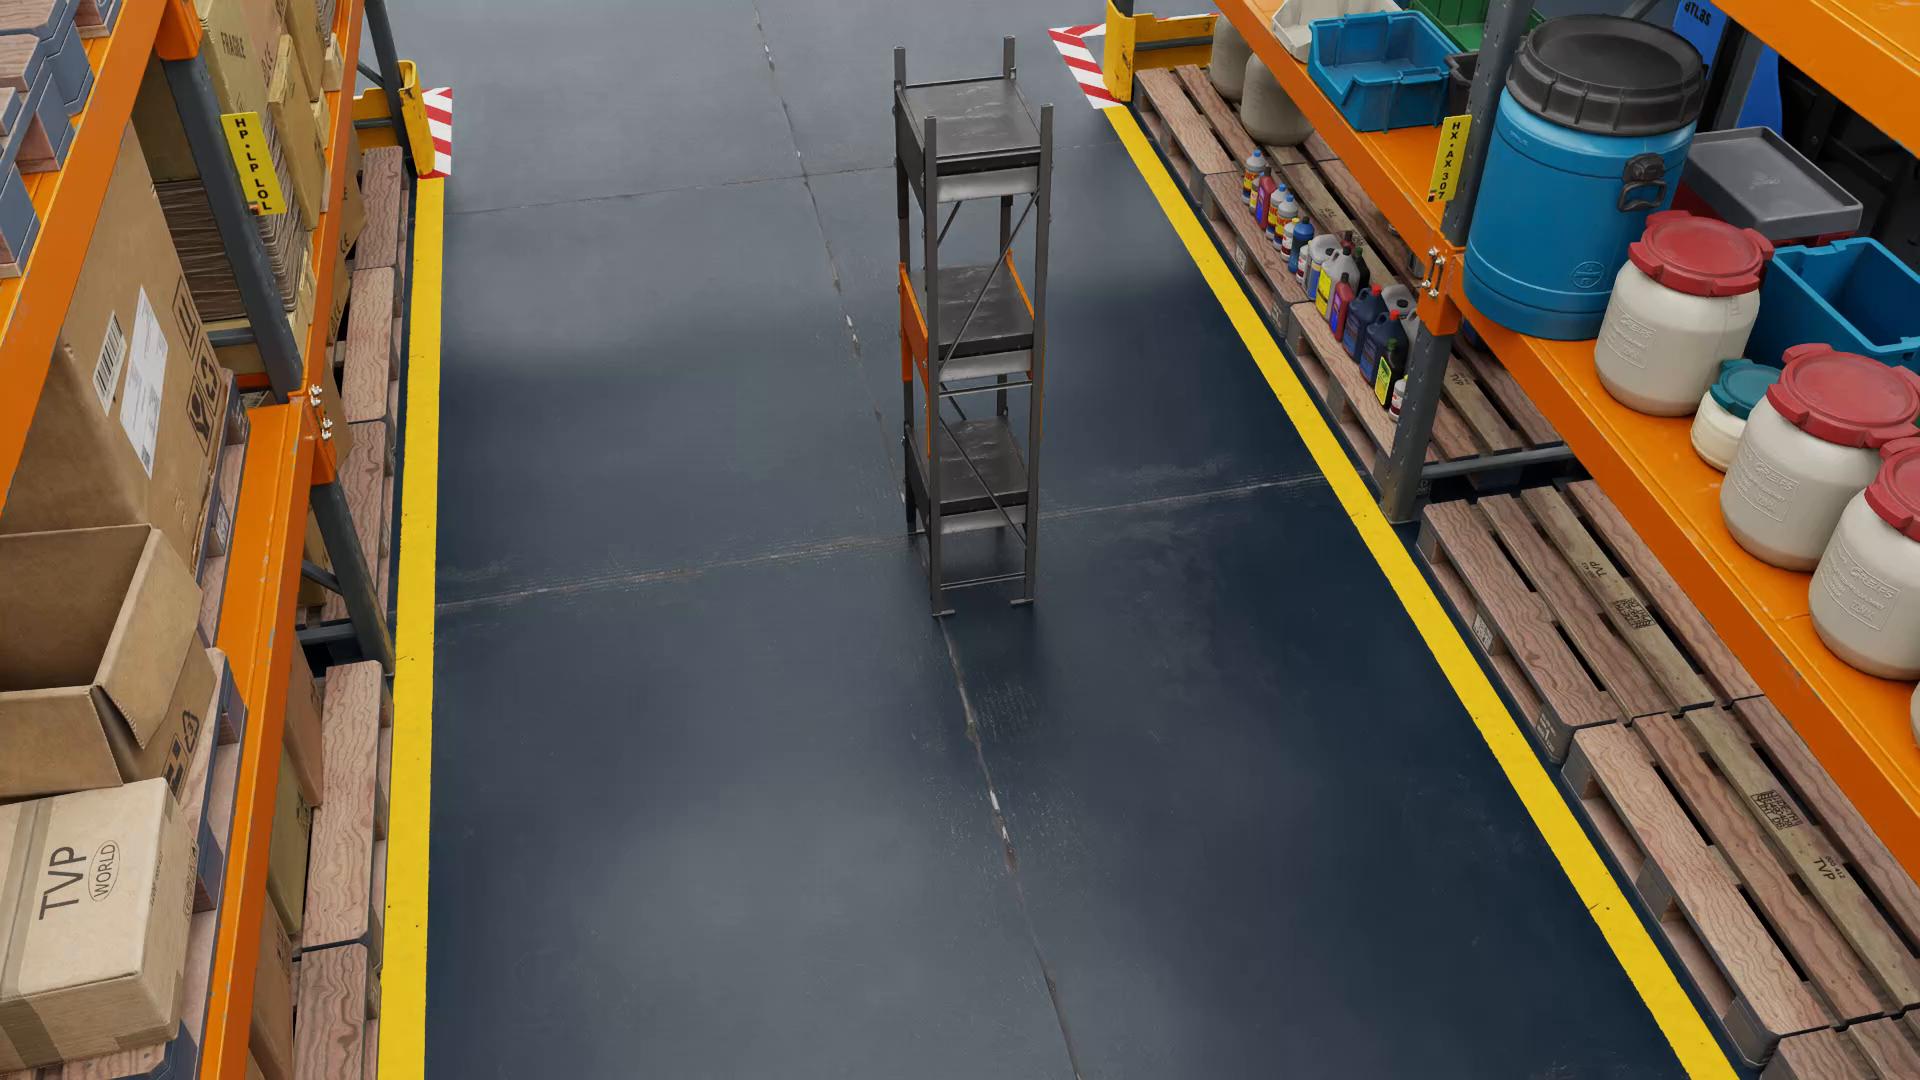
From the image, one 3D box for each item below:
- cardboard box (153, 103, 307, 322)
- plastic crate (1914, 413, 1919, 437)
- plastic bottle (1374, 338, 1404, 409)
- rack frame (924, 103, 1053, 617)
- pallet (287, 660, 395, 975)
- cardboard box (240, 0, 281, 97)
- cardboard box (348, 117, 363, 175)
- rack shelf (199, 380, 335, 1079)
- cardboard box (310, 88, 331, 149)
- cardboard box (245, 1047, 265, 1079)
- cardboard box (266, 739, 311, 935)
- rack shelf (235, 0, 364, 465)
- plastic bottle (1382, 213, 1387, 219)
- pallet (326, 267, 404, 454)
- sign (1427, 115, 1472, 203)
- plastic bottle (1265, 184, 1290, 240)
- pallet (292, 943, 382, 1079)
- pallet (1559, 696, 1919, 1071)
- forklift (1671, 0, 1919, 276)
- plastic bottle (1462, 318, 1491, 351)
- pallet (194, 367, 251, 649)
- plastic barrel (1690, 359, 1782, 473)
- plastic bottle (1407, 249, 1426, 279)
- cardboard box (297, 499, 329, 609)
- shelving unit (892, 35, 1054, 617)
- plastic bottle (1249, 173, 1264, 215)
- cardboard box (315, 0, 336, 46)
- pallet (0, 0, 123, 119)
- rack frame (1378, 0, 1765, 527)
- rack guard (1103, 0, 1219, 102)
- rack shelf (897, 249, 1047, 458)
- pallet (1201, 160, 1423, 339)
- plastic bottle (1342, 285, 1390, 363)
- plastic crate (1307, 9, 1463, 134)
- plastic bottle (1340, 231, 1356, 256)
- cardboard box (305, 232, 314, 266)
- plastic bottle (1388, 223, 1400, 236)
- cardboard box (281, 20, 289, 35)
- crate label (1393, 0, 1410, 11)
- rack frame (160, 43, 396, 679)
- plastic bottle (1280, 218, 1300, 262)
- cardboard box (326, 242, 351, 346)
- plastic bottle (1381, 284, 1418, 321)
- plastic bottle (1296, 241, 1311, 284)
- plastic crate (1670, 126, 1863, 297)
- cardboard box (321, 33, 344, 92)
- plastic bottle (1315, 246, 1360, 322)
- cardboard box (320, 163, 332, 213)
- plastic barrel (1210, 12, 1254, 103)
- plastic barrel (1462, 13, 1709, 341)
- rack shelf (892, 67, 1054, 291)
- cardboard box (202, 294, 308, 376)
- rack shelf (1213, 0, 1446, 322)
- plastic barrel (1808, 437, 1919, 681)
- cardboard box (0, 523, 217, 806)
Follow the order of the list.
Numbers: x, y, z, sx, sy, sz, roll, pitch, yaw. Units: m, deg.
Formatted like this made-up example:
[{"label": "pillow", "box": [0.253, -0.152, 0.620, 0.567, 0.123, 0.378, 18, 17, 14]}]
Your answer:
[{"label": "cardboard box", "box": [-2.636, -1.028, 5.349, 0.875, 0.500, 0.500, -8, 42, -9]}, {"label": "plastic crate", "box": [2.889, -0.121, 4.787, 0.450, 0.188, 0.662, -8, 42, -9]}, {"label": "plastic bottle", "box": [1.811, -0.702, 6.996, 0.061, 0.283, 0.133, -6, 42, -7]}, {"label": "rack frame", "box": [0.088, -0.520, 5.754, 0.400, 2.100, 0.015, -8, 42, -9]}, {"label": "pallet", "box": [-2.430, 0.968, 5.500, 1.003, 0.211, 1.213, -8, 42, -9]}, {"label": "cardboard box", "box": [-2.557, -1.754, 5.413, 0.500, 0.500, 0.500, -8, 42, -9]}, {"label": "cardboard box", "box": [-3.344, -1.987, 8.295, 0.500, 0.500, 0.500, -1, 42, -1]}, {"label": "rack shelf", "box": [-2.167, 0.986, 3.921, 1.077, 0.370, 4.000, -8, 42, -9]}, {"label": "cardboard box", "box": [-2.689, -1.638, 6.525, 0.380, 0.149, 0.250, -8, 42, -9]}, {"label": "cardboard box", "box": [-2.161, 1.628, 4.208, 0.700, 0.500, 0.500, -5, 42, -6]}, {"label": "cardboard box", "box": [-2.403, 0.904, 5.023, 0.700, 0.500, 0.500, -9, 42, -10]}, {"label": "rack shelf", "box": [-3.031, -1.606, 6.842, 1.077, 0.370, 4.000, -8, 42, -9]}, {"label": "plastic bottle", "box": [2.122, -1.720, 8.143, 0.061, 0.283, 0.133, -8, 42, -9]}, {"label": "pallet", "box": [-3.045, -0.759, 7.446, 1.003, 0.211, 1.213, -8, 42, -9]}, {"label": "sign", "box": [1.697, -1.321, 5.770, 0.100, 0.325, 0.005, -8, 42, -9]}, {"label": "plastic bottle", "box": [1.535, -1.584, 7.998, 0.097, 0.271, 0.097, 0, 42, 0]}, {"label": "pallet", "box": [-2.163, 1.761, 4.608, 1.003, 0.211, 1.213, -8, 42, -9]}, {"label": "pallet", "box": [2.711, 1.050, 5.408, 1.003, 0.211, 1.213, -8, 42, -9]}, {"label": "forklift", "box": [4.540, -2.327, 7.164, 1.130, 2.935, 3.031, -10, 43, -11]}, {"label": "plastic bottle", "box": [2.327, -1.025, 7.309, 0.144, 0.351, 0.185, -8, 42, -9]}, {"label": "pallet", "box": [-2.576, 0.009, 4.625, 1.003, 0.211, 1.213, -8, 42, -9]}, {"label": "plastic barrel", "box": [2.373, -0.357, 4.997, 0.301, 0.262, 0.301, 0, 42, 0]}, {"label": "plastic bottle", "box": [2.196, -1.378, 7.763, 0.152, 0.276, 0.135, -8, 42, -9]}, {"label": "cardboard box", "box": [-2.646, -0.066, 6.132, 0.500, 0.500, 0.500, -10, 42, -11]}, {"label": "shelving unit", "box": [0.036, -0.678, 5.932, 0.431, 2.100, 0.503, -8, 42, -9]}, {"label": "plastic bottle", "box": [1.483, -1.713, 8.196, 0.097, 0.201, 0.097, 0, 42, 0]}, {"label": "cardboard box", "box": [-3.080, -2.323, 6.808, 0.875, 0.500, 0.500, -8, 42, -9]}, {"label": "pallet", "box": [-2.570, -1.215, 3.741, 1.213, 0.211, 1.003, -8, 42, -9]}, {"label": "rack frame", "box": [2.237, -1.289, 5.942, 1.000, 3.000, 0.127, -8, 42, -9]}, {"label": "rack guard", "box": [1.436, -2.904, 9.645, 1.175, 0.500, 0.348, -8, 42, -9]}, {"label": "rack shelf", "box": [0.036, -0.668, 5.941, 0.431, 0.518, 0.480, -8, 42, -9]}, {"label": "pallet", "box": [1.866, -1.480, 8.258, 1.003, 0.211, 1.213, -8, 42, -9]}, {"label": "plastic bottle", "box": [1.775, -0.963, 7.240, 0.144, 0.351, 0.185, -10, 43, -11]}, {"label": "plastic crate", "box": [1.733, -1.912, 6.756, 0.499, 0.251, 0.616, -8, 42, -9]}, {"label": "plastic bottle", "box": [1.778, -1.269, 7.635, 0.061, 0.283, 0.133, -8, 42, -9]}, {"label": "cardboard box", "box": [-2.474, -0.990, 5.795, 0.380, 0.149, 0.250, -8, 42, -9]}, {"label": "plastic bottle", "box": [2.138, -1.585, 8.052, 0.097, 0.201, 0.097, 0, 42, 0]}, {"label": "cardboard box", "box": [-2.916, -1.667, 6.069, 0.875, 0.500, 0.500, -8, 42, -9]}, {"label": "crate label", "box": [2.035, -2.741, 7.551, 0.502, 0.435, 0.616, -8, 42, -9]}, {"label": "rack frame", "box": [-2.599, -0.579, 5.143, 1.000, 3.000, 0.127, -8, 42, -9]}, {"label": "plastic bottle", "box": [1.578, -1.429, 7.876, 0.097, 0.201, 0.097, 0, 42, 0]}, {"label": "cardboard box", "box": [-3.065, -1.196, 7.404, 0.500, 0.500, 0.500, -5, 42, -5]}, {"label": "plastic bottle", "box": [1.914, -0.973, 7.307, 0.152, 0.276, 0.135, -8, 42, -9]}, {"label": "plastic bottle", "box": [1.622, -1.295, 7.726, 0.097, 0.201, 0.097, 0, 42, 0]}, {"label": "plastic crate", "box": [2.640, -1.043, 5.617, 0.402, 0.464, 0.583, -8, 42, -9]}, {"label": "cardboard box", "box": [-2.773, -1.966, 6.894, 0.380, 0.149, 0.250, -8, 42, -9]}, {"label": "plastic bottle", "box": [1.705, -1.173, 7.475, 0.144, 0.351, 0.185, -9, 42, -10]}, {"label": "cardboard box", "box": [-2.551, -1.318, 6.165, 0.380, 0.149, 0.250, -8, 42, -9]}, {"label": "plastic barrel", "box": [1.590, -2.693, 9.081, 0.421, 0.512, 0.421, 0, 42, 0]}, {"label": "plastic barrel", "box": [2.025, -1.182, 5.445, 0.600, 0.901, 0.708, -8, 42, -9]}, {"label": "rack shelf", "box": [0.036, -1.191, 5.476, 0.431, 0.518, 0.480, -8, 42, -9]}, {"label": "cardboard box", "box": [-2.352, -0.668, 5.432, 0.380, 0.149, 0.250, -8, 42, -9]}, {"label": "rack shelf", "box": [1.805, -2.316, 7.642, 1.077, 0.370, 4.000, -8, 42, -9]}, {"label": "plastic barrel", "box": [2.481, 0.068, 4.311, 0.433, 0.535, 0.433, 0, 42, 0]}, {"label": "cardboard box", "box": [-2.135, 0.336, 3.718, 0.797, 0.503, 0.637, -4, 42, -5]}]
